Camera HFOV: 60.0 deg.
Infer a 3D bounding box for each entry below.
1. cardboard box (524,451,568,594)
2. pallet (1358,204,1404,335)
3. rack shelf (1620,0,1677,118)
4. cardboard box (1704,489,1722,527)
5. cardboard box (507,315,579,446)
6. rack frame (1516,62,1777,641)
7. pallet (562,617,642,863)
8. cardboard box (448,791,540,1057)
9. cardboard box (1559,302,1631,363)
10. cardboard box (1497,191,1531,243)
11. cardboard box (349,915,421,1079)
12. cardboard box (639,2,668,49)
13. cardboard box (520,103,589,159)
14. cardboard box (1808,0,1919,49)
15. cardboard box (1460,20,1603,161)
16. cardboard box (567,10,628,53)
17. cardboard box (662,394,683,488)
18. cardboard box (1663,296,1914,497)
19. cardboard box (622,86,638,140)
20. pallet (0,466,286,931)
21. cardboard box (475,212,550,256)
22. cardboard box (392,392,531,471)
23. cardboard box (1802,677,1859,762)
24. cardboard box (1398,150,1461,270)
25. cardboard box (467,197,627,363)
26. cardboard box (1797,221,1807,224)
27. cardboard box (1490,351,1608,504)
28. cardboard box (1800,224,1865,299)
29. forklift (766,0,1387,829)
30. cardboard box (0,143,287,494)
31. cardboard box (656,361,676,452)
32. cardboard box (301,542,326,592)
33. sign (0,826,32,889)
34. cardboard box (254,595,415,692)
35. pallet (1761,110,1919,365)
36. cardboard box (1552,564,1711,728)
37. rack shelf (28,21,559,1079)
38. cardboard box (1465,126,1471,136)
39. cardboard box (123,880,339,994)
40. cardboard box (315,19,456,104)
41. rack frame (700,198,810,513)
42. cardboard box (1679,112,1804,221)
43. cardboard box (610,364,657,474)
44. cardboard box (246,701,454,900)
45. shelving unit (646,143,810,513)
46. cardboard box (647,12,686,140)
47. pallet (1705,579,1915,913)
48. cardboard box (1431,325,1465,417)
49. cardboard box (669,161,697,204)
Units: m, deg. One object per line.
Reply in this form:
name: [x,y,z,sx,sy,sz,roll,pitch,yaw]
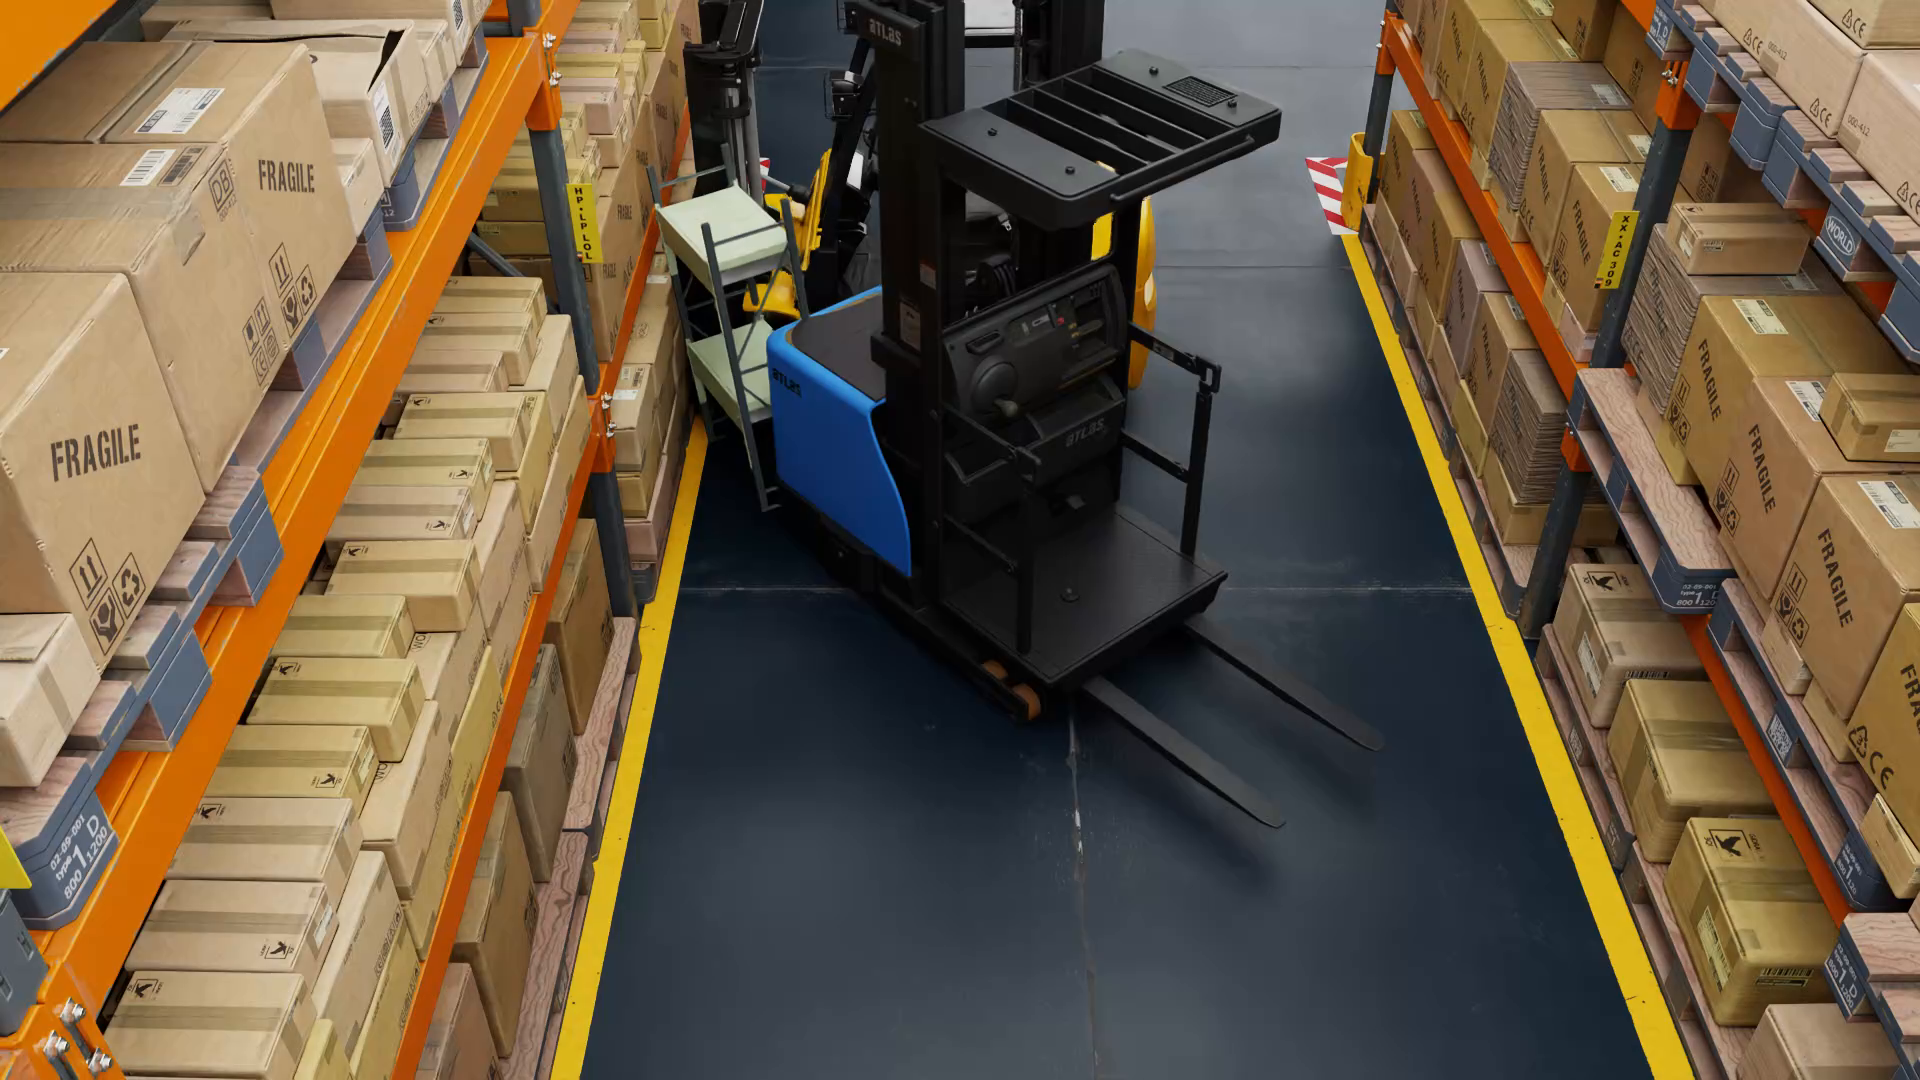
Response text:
cardboard box: [-1.677,-0.065,5.797,0.500,0.250,0.500,0,39,0]
pallet: [2.980,-1.616,9.843,1.003,0.211,1.213,0,39,0]
rack shelf: [3.016,-2.899,7.391,1.077,0.370,4.000,0,39,0]
cardboard box: [2.772,-0.145,5.643,0.380,0.149,0.250,2,39,3]
cardboard box: [-1.689,-0.582,6.043,0.500,0.250,0.500,-1,39,-1]
rack frame: [3.019,-0.758,6.543,1.000,3.000,0.127,0,39,0]
pallet: [-1.905,0.796,6.833,1.003,0.211,1.213,0,39,0]
cardboard box: [-1.937,1.292,5.548,0.875,0.625,0.625,-2,39,-2]
cardboard box: [2.713,-0.861,6.872,0.380,0.149,0.250,0,39,-1]
cardboard box: [2.709,-1.496,7.665,0.380,0.149,0.250,-1,39,-1]
cardboard box: [-1.692,1.215,4.200,0.500,0.250,0.500,-1,39,-1]
cardboard box: [-1.643,-2.527,8.152,0.380,0.149,0.250,0,39,0]
cardboard box: [-1.749,-1.683,6.861,0.380,0.149,0.250,-1,39,-1]
cardboard box: [2.629,-1.552,4.519,0.500,0.250,0.500,-1,39,-1]
cardboard box: [2.752,-2.158,7.972,0.500,0.500,0.500,-1,39,-1]
cardboard box: [-1.748,-2.322,7.657,0.380,0.149,0.250,0,39,0]
cardboard box: [-1.630,-0.464,8.038,0.500,0.250,0.500,-1,39,-1]
cardboard box: [2.734,-0.471,5.531,0.500,0.500,0.500,0,39,0]
cardboard box: [-1.637,-1.887,7.353,0.380,0.149,0.250,0,39,-1]
pallet: [-2.031,0.228,3.065,1.213,0.211,1.003,2,39,2]
cardboard box: [-1.682,-1.244,6.551,0.380,0.149,0.250,-1,39,-1]
cardboard box: [-1.624,-0.352,5.438,0.380,0.149,0.250,-1,39,-1]
cardboard box: [2.707,0.504,4.834,0.380,0.149,0.250,-1,39,-1]
cardboard box: [2.744,-1.797,9.102,0.500,0.500,0.500,-1,39,-2]
cardboard box: [-1.684,-1.069,6.851,0.500,0.500,0.500,-1,39,-1]
cardboard box: [3.297,-1.189,6.762,0.500,0.500,0.500,0,39,0]
cardboard box: [2.750,-0.512,7.499,0.500,0.500,0.500,-1,39,-1]
cardboard box: [3.249,-0.789,5.927,0.500,0.500,0.500,-1,39,-1]
forklift: [0.458,-0.732,6.565,1.130,2.935,3.031,-29,47,-31]
cardboard box: [-1.798,-0.432,3.242,0.700,0.500,0.500,-1,39,-1]
cardboard box: [-1.639,-0.656,7.879,0.500,0.250,0.500,0,39,0]
cardboard box: [-2.221,0.064,5.237,0.500,0.250,0.500,-1,39,-1]
sign: [-1.398,0.378,2.314,0.100,0.325,0.005,0,39,0]
cardboard box: [-1.755,0.288,4.639,0.380,0.149,0.250,0,39,0]
pallet: [2.917,-0.821,4.373,1.213,0.211,1.003,0,39,0]
cardboard box: [3.022,0.431,6.824,0.950,0.372,0.625,0,39,1]
rack shelf: [-1.943,-0.392,4.262,1.077,0.370,4.000,0,39,0]
cardboard box: [2.790,-2.140,8.468,0.380,0.149,0.250,1,39,1]
cardboard box: [-1.674,0.930,3.838,0.380,0.149,0.250,1,39,1]
cardboard box: [-1.640,-1.340,4.656,0.380,0.149,0.250,0,39,0]
rack frame: [-0.840,-0.801,7.523,0.400,1.500,0.023,-21,39,-18]
cardboard box: [3.235,-1.579,6.450,0.700,0.500,0.500,0,39,-1]
cardboard box: [-1.632,-0.536,7.329,0.500,0.250,0.500,-1,39,-1]
cardboard box: [-1.679,0.694,4.451,0.500,0.250,0.500,-1,39,-1]
shelving unit: [-1.006,-0.983,7.794,0.431,1.500,0.755,-21,39,-18]
cardboard box: [-1.694,-2.340,8.437,0.500,0.500,0.500,-1,39,-1]
pallet: [2.980,0.580,5.026,1.003,0.211,1.213,0,39,0]
cardboard box: [2.743,-0.870,8.545,0.500,0.250,0.500,1,39,1]
cardboard box: [-1.620,-1.812,8.922,0.500,0.250,0.500,0,39,1]
